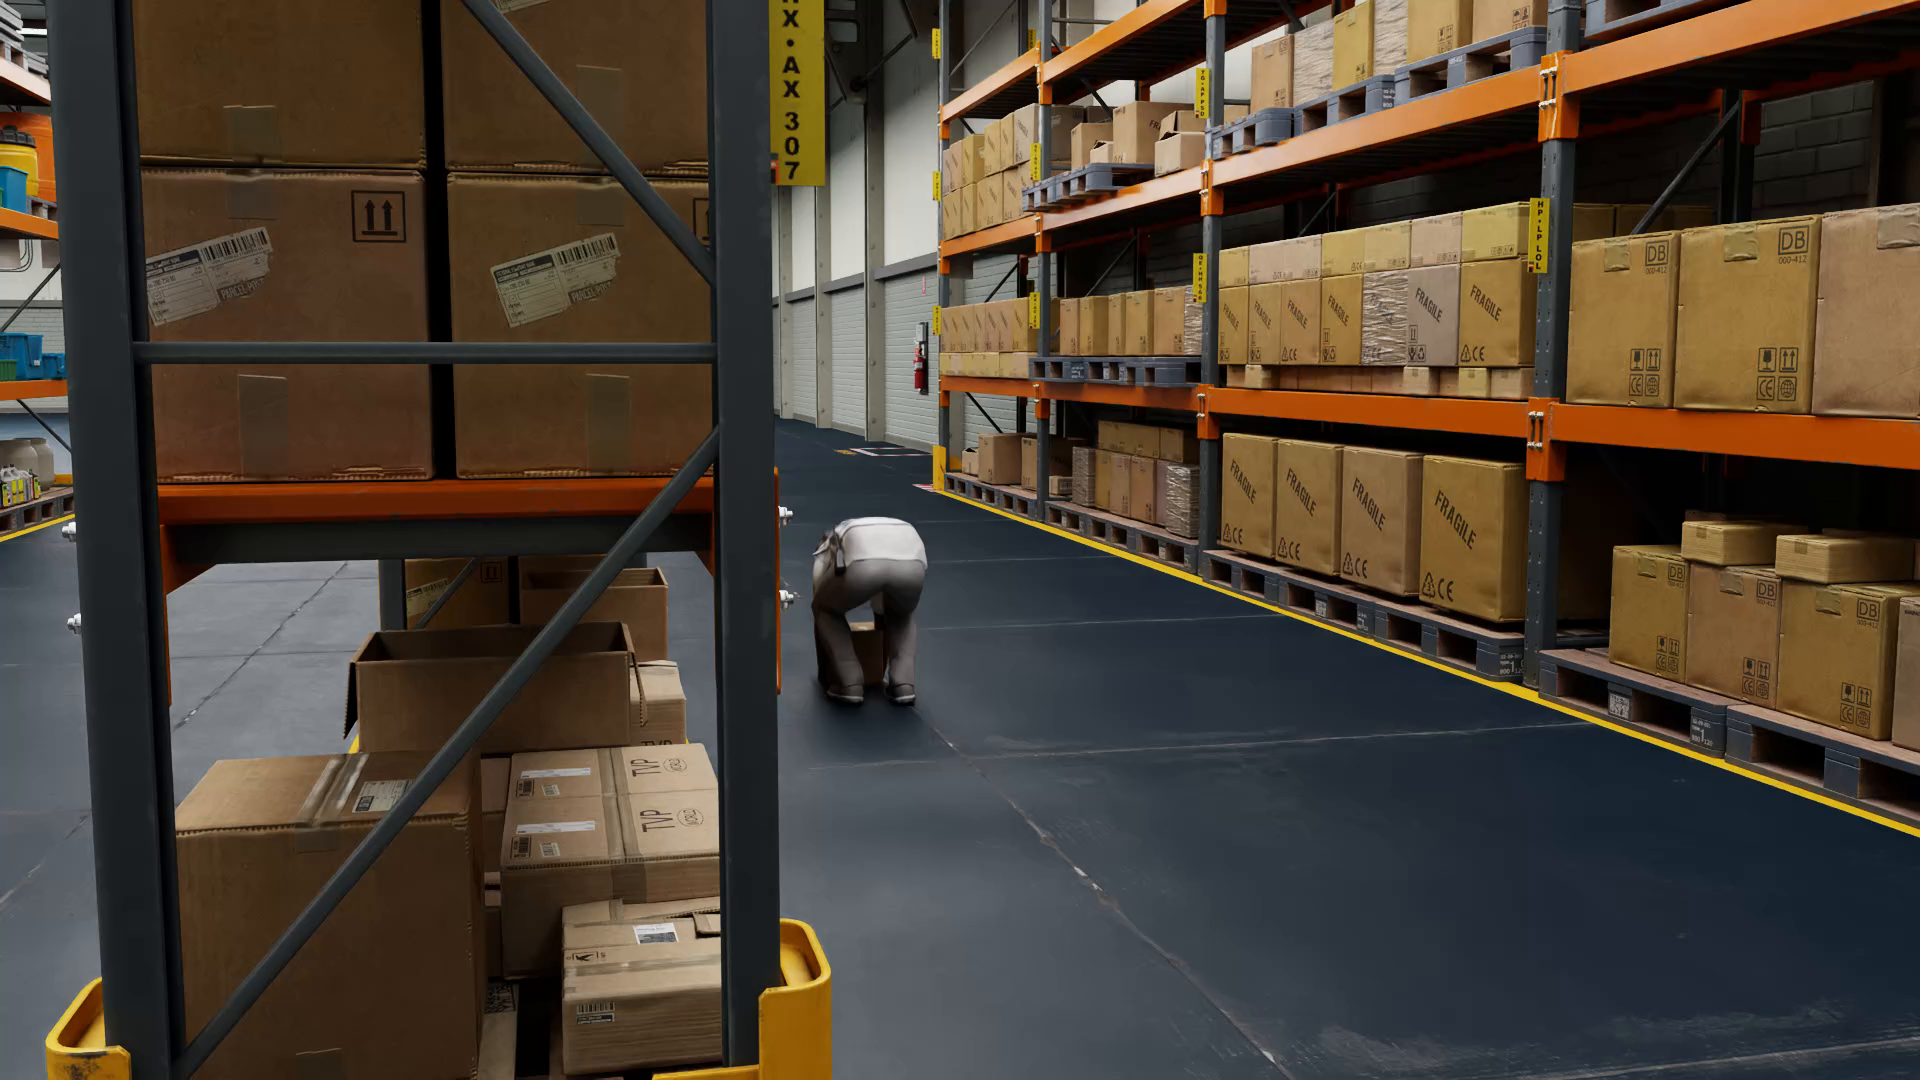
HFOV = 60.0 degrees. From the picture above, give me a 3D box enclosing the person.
[{"bbox_3d":[-0.431,0.300,7.430,0.456,0.833,0.916,-2,7,-18],"label":"person"}]
